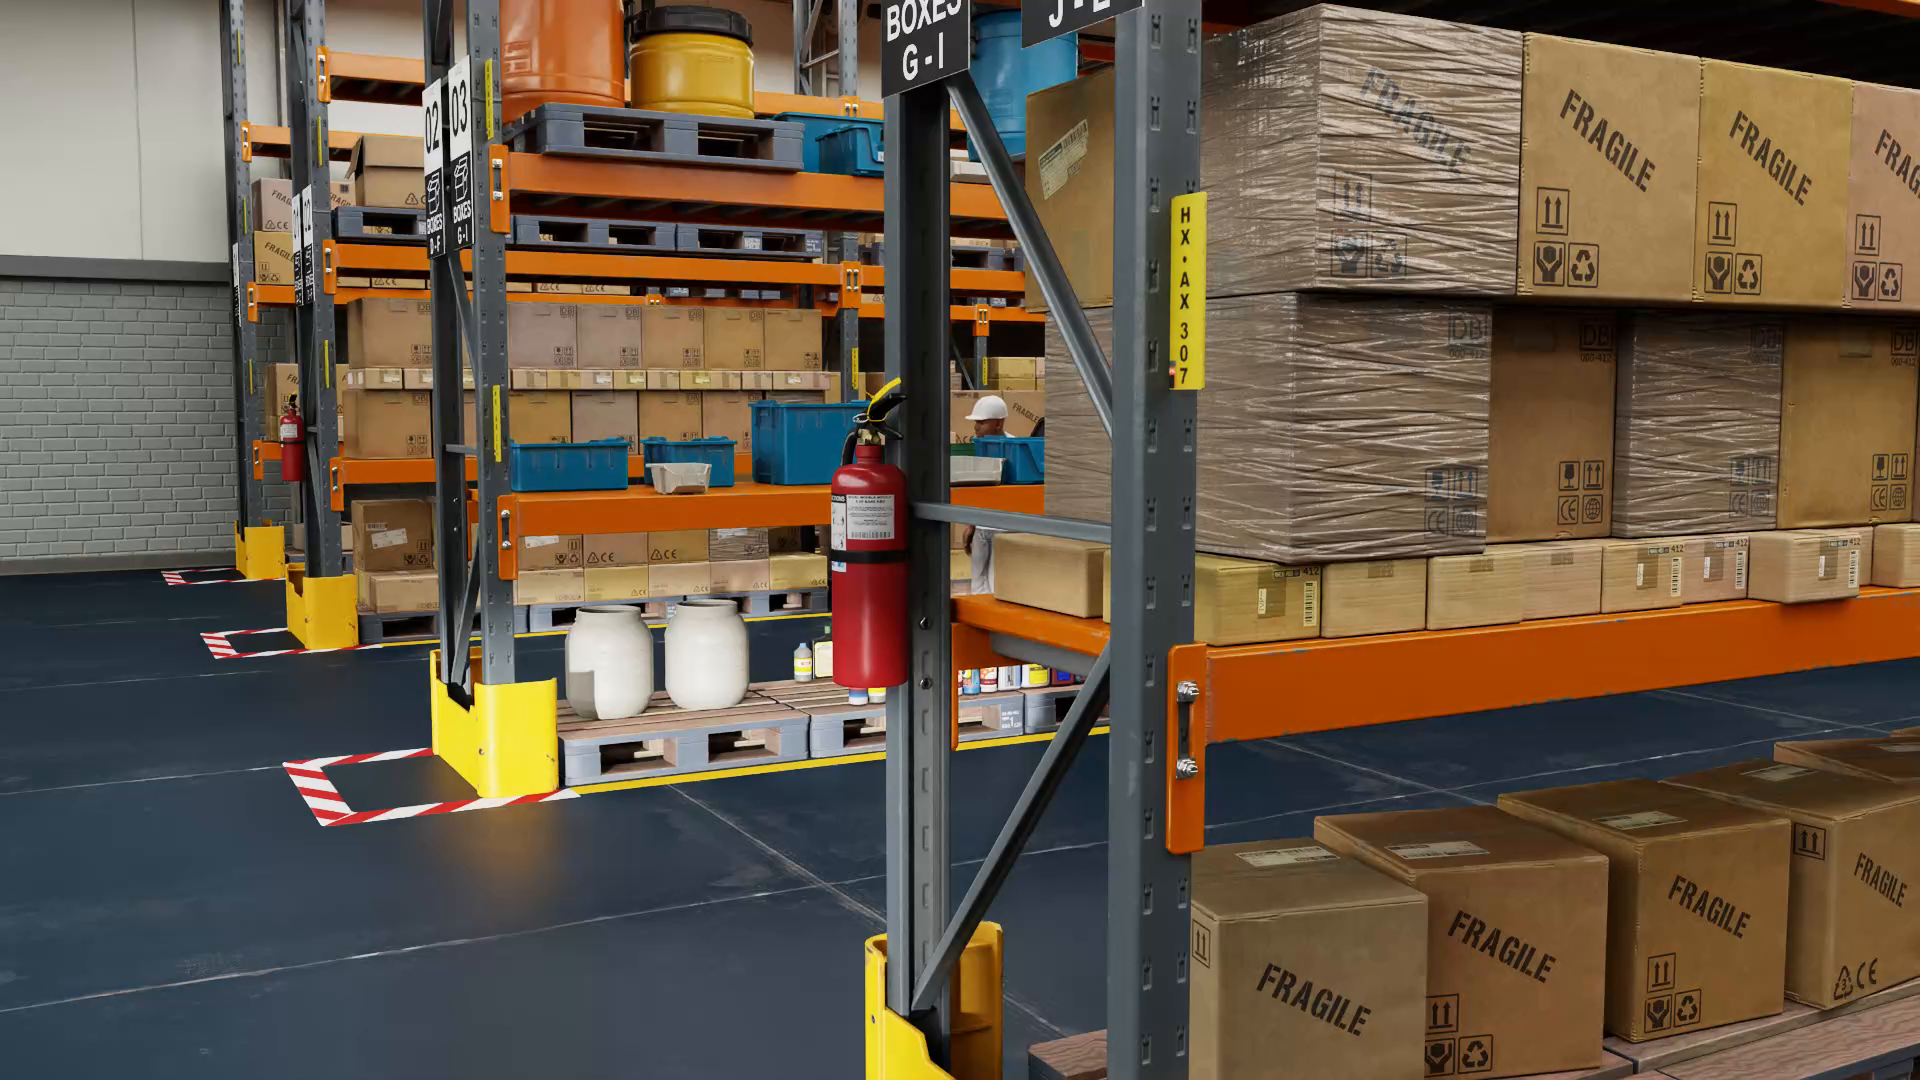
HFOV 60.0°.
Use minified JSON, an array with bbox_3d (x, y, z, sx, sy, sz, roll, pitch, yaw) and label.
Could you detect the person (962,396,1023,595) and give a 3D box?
[{"bbox_3d":[0.229,-0.049,10.722,0.462,1.759,0.633,-3,6,-32],"label":"person"}]
